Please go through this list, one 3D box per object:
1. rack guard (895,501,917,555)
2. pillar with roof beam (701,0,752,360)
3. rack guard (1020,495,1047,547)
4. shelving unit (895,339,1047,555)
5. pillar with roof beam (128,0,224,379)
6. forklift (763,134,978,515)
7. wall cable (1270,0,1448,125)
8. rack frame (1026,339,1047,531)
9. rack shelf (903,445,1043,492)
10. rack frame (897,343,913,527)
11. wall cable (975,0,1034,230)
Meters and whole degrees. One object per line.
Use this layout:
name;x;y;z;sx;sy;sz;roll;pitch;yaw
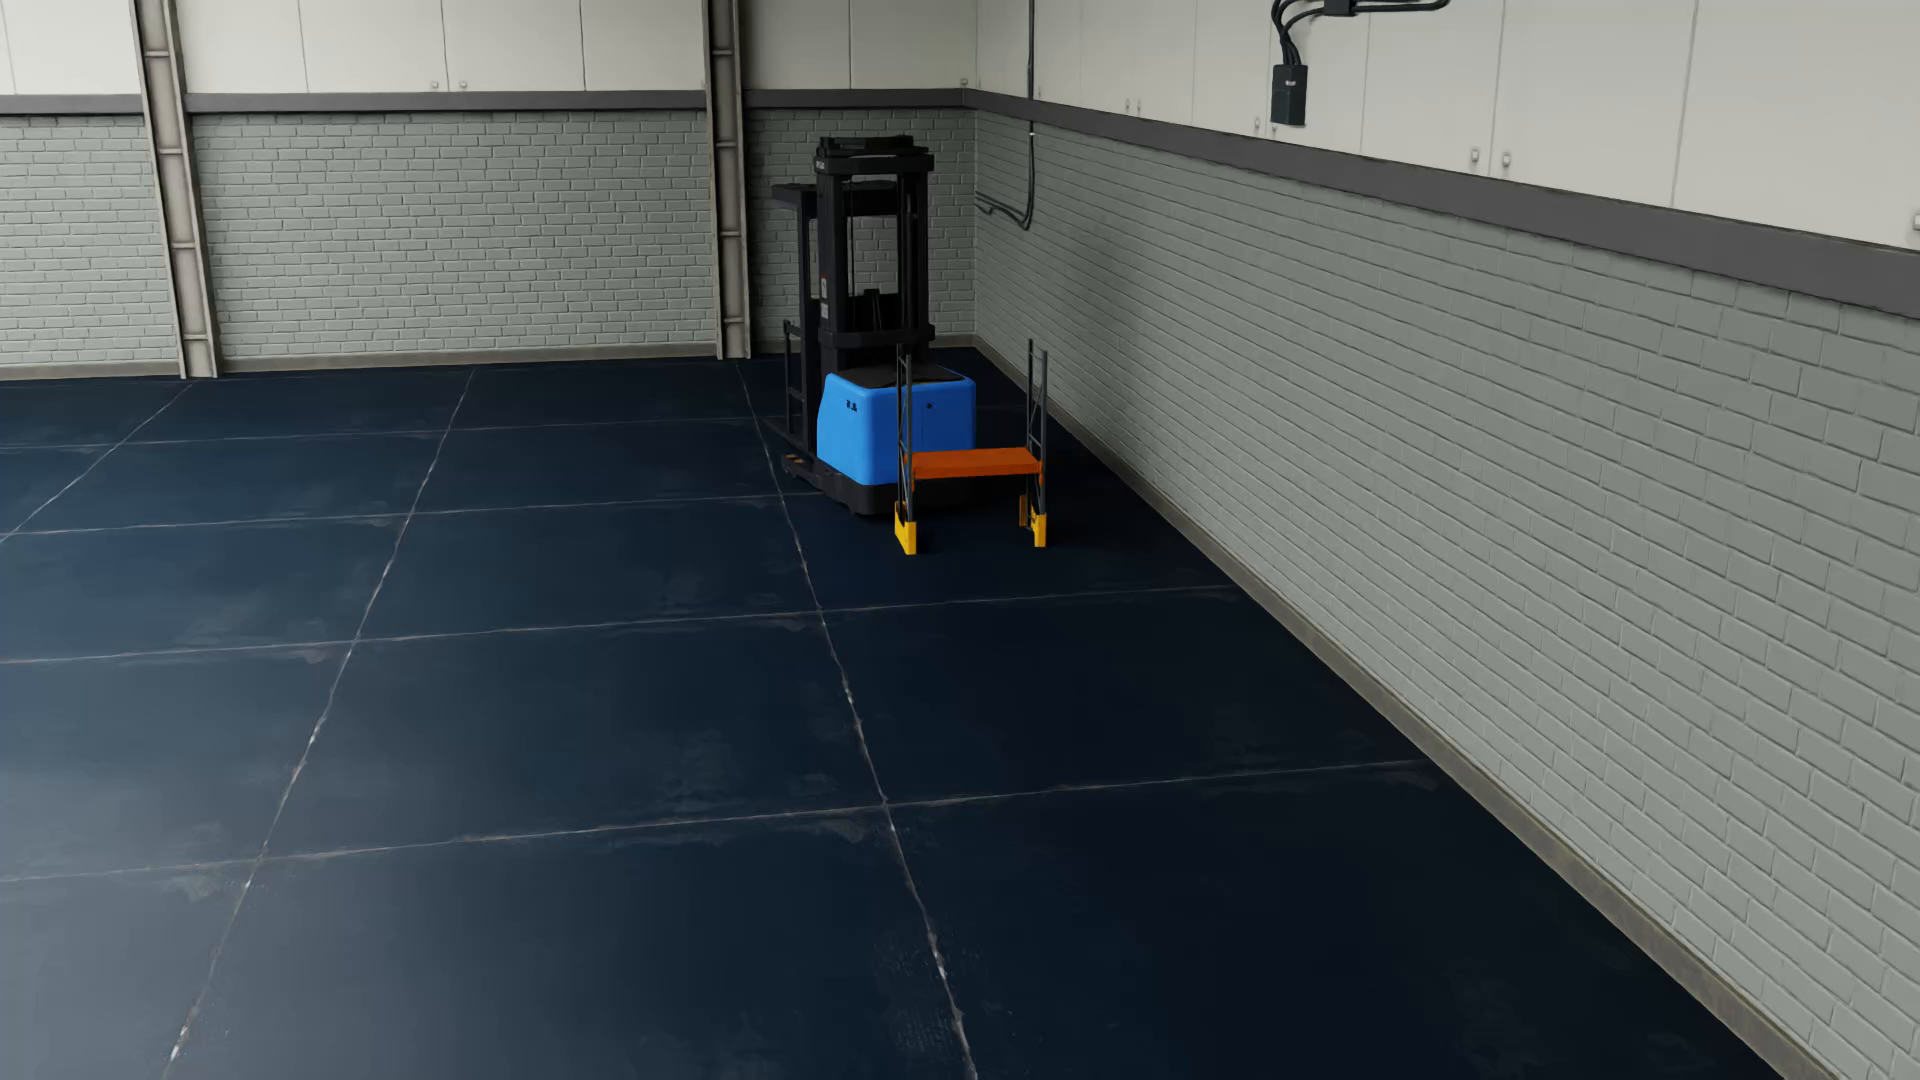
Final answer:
rack guard;-0.414;-0.096;12.699;0.087;0.250;0.587;-3;17;-10
pillar with roof beam;-1.899;-5.265;14.627;0.400;9.000;9.100;-3;17;-10
rack guard;0.564;-0.151;12.879;0.087;0.250;0.587;-3;17;-10
shelving unit;0.075;-0.721;12.605;1.083;1.500;0.587;-3;17;-10
pillar with roof beam;-7.790;-4.931;13.539;0.400;9.000;9.100;-3;17;-10
forklift;-0.935;-1.989;14.296;1.130;2.935;3.031;-8;19;-24
wall cable;2.213;-5.177;8.548;0.169;6.003;2.305;-3;17;-10
rack frame;0.583;-0.750;12.699;0.032;1.500;0.500;-3;17;-10
rack shelf;0.084;-0.550;12.660;1.000;0.185;0.538;-3;17;-10
rack frame;-0.415;-0.693;12.515;0.032;1.500;0.500;-3;17;-10
wall cable;0.428;-4.805;18.416;0.112;2.526;3.097;-3;17;-10
